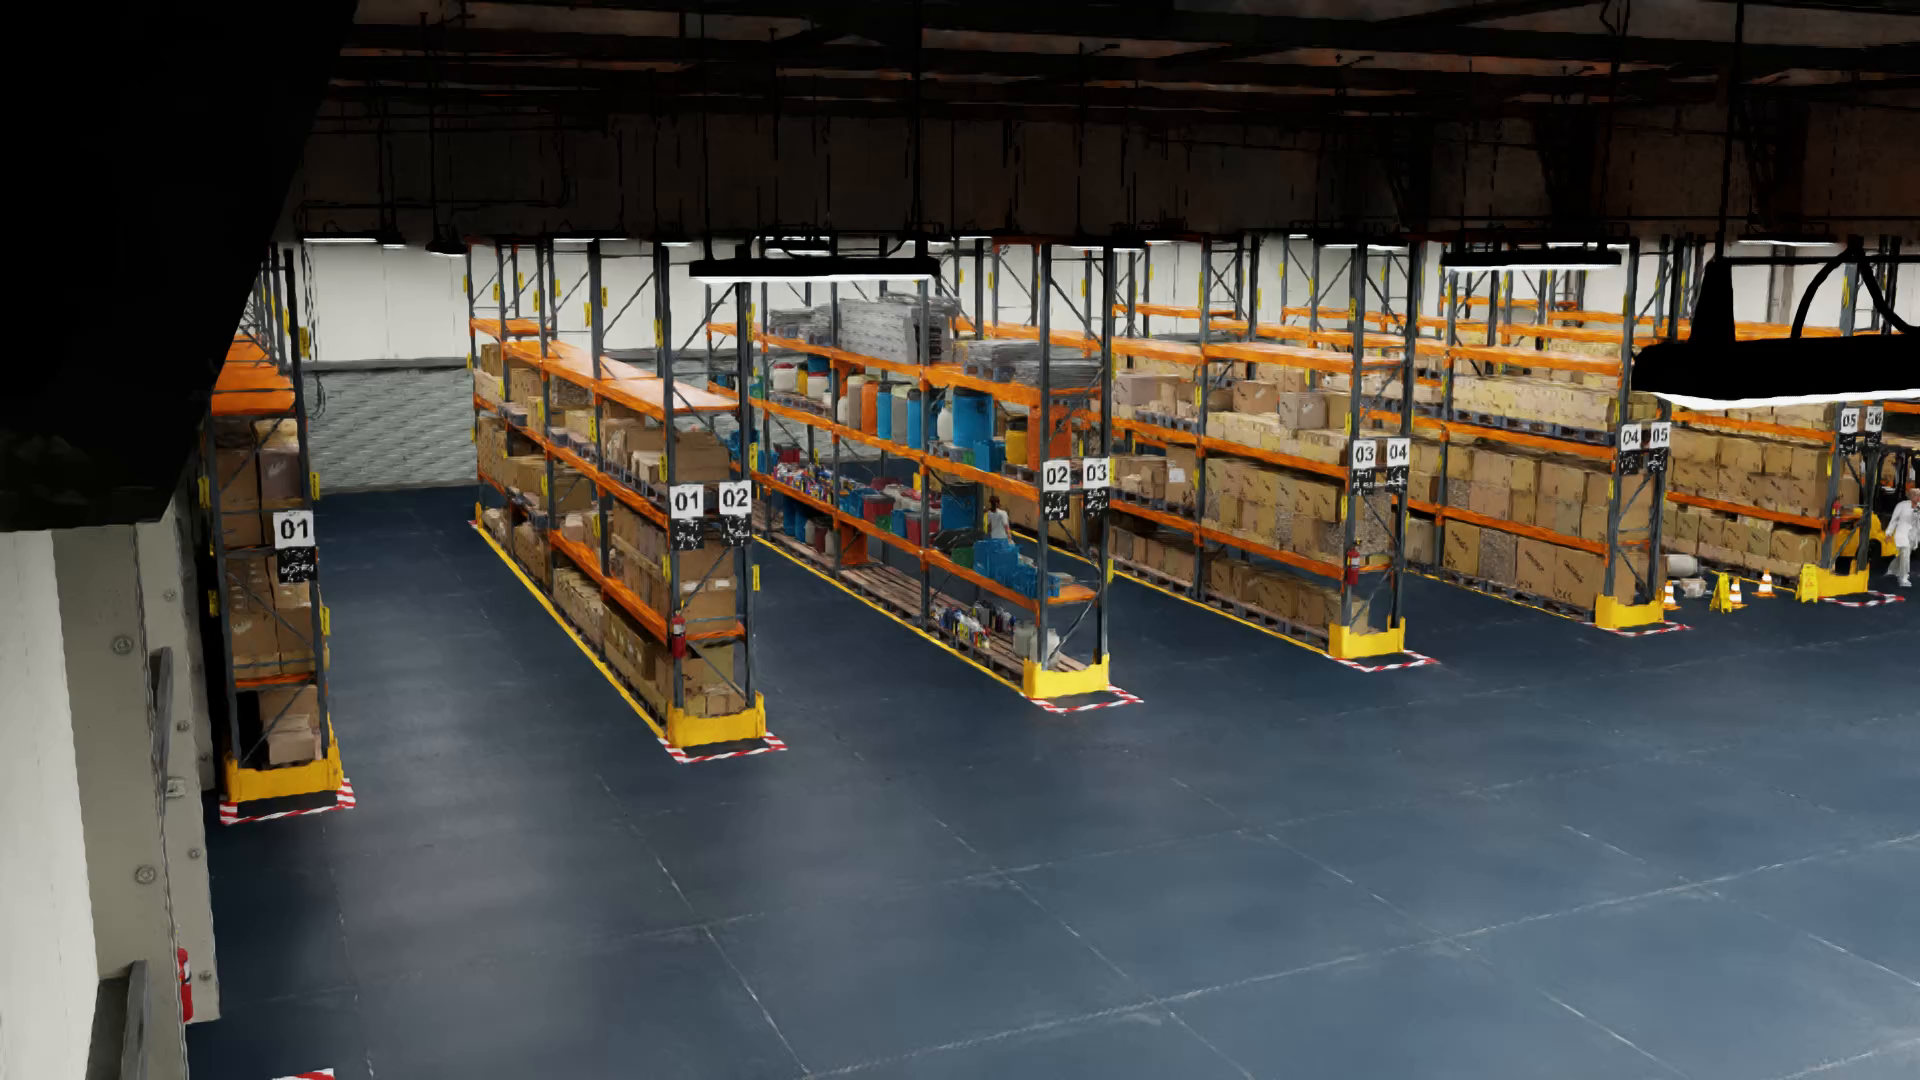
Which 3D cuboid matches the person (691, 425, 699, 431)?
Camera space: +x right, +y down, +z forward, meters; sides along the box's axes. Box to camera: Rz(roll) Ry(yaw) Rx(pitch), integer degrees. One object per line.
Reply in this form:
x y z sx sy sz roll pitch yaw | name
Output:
-6.092 -1.744 37.629 0.478 1.716 0.710 4 12 22 | person

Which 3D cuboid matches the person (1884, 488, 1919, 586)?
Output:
16.539 -0.083 29.048 0.635 1.721 1.045 -1 11 -4 | person

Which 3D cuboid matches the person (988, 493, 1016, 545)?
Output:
0.719 0.011 28.712 0.522 1.659 0.493 9 14 39 | person
